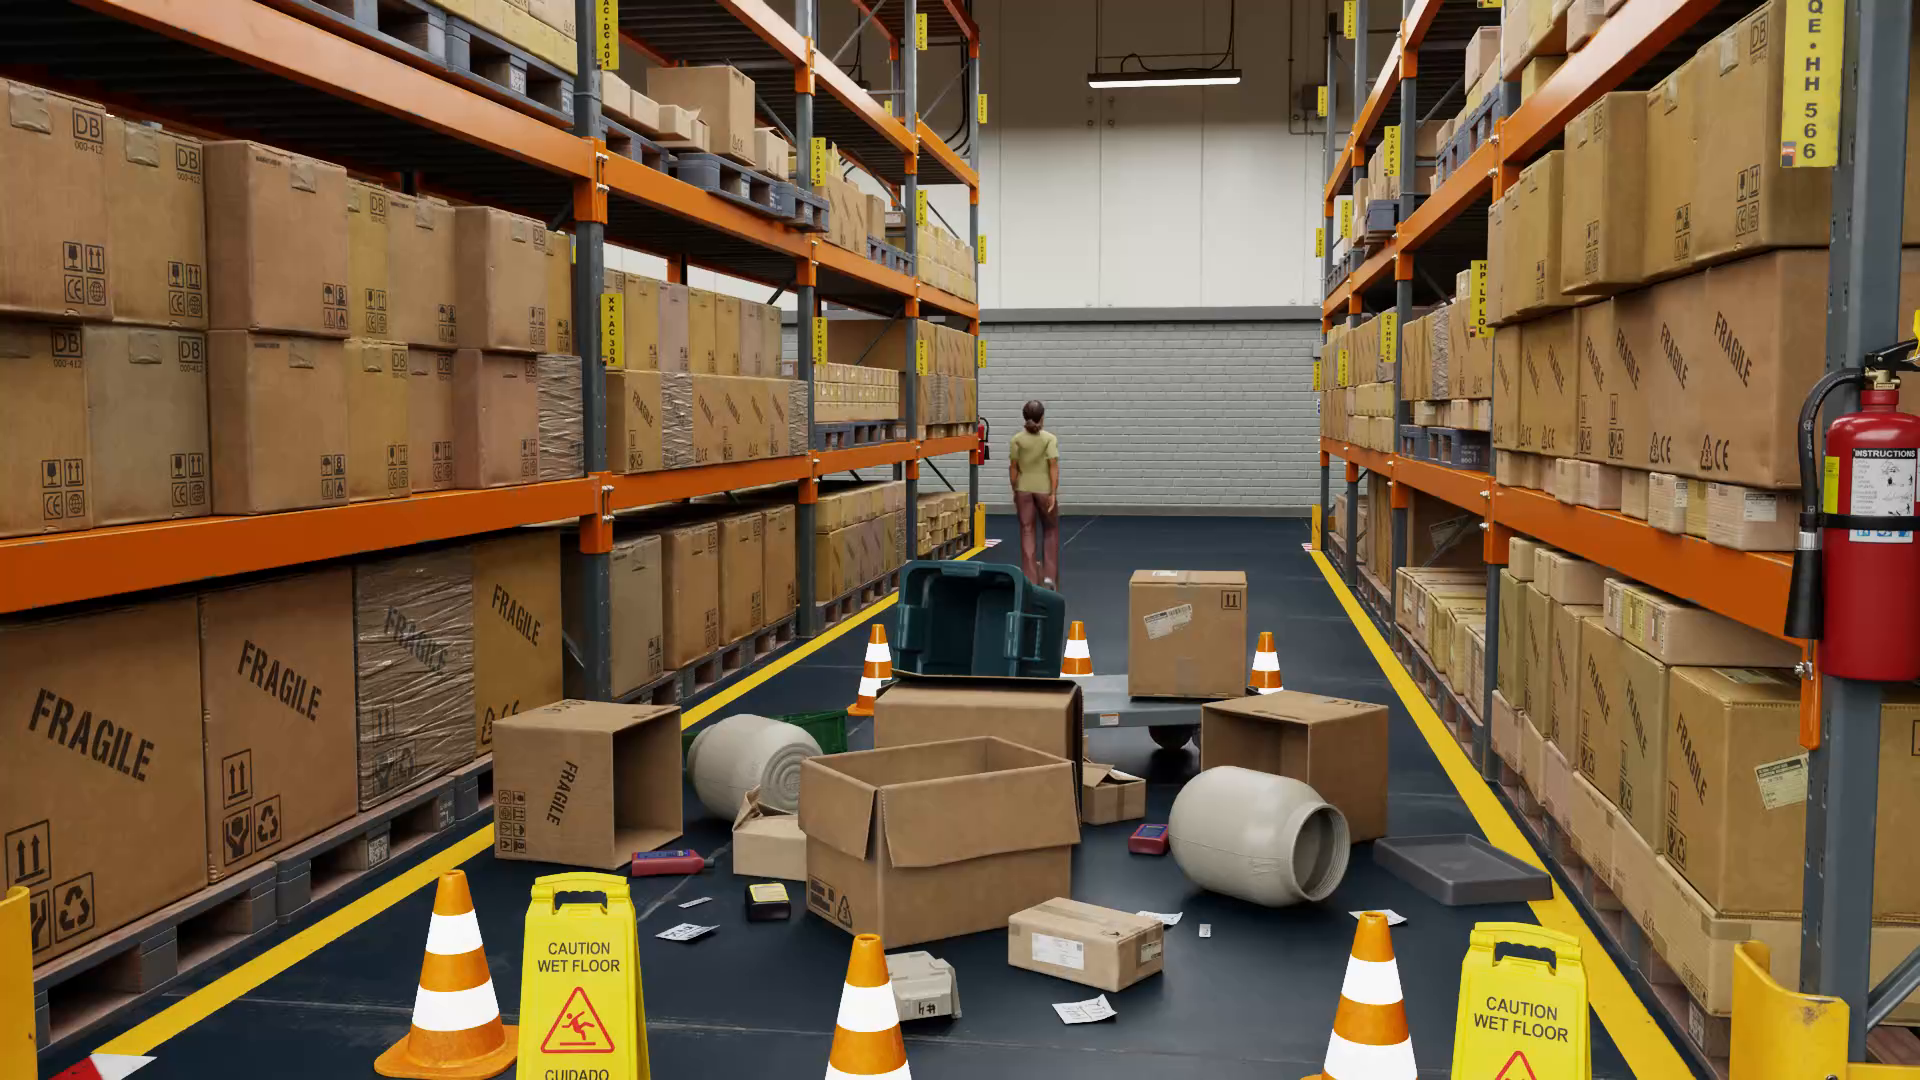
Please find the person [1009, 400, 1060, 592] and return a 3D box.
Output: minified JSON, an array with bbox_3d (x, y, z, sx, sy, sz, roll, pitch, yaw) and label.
[{"bbox_3d":[0.648,-0.343,14.394,0.445,1.732,0.601,1,5,7],"label":"person"}]
